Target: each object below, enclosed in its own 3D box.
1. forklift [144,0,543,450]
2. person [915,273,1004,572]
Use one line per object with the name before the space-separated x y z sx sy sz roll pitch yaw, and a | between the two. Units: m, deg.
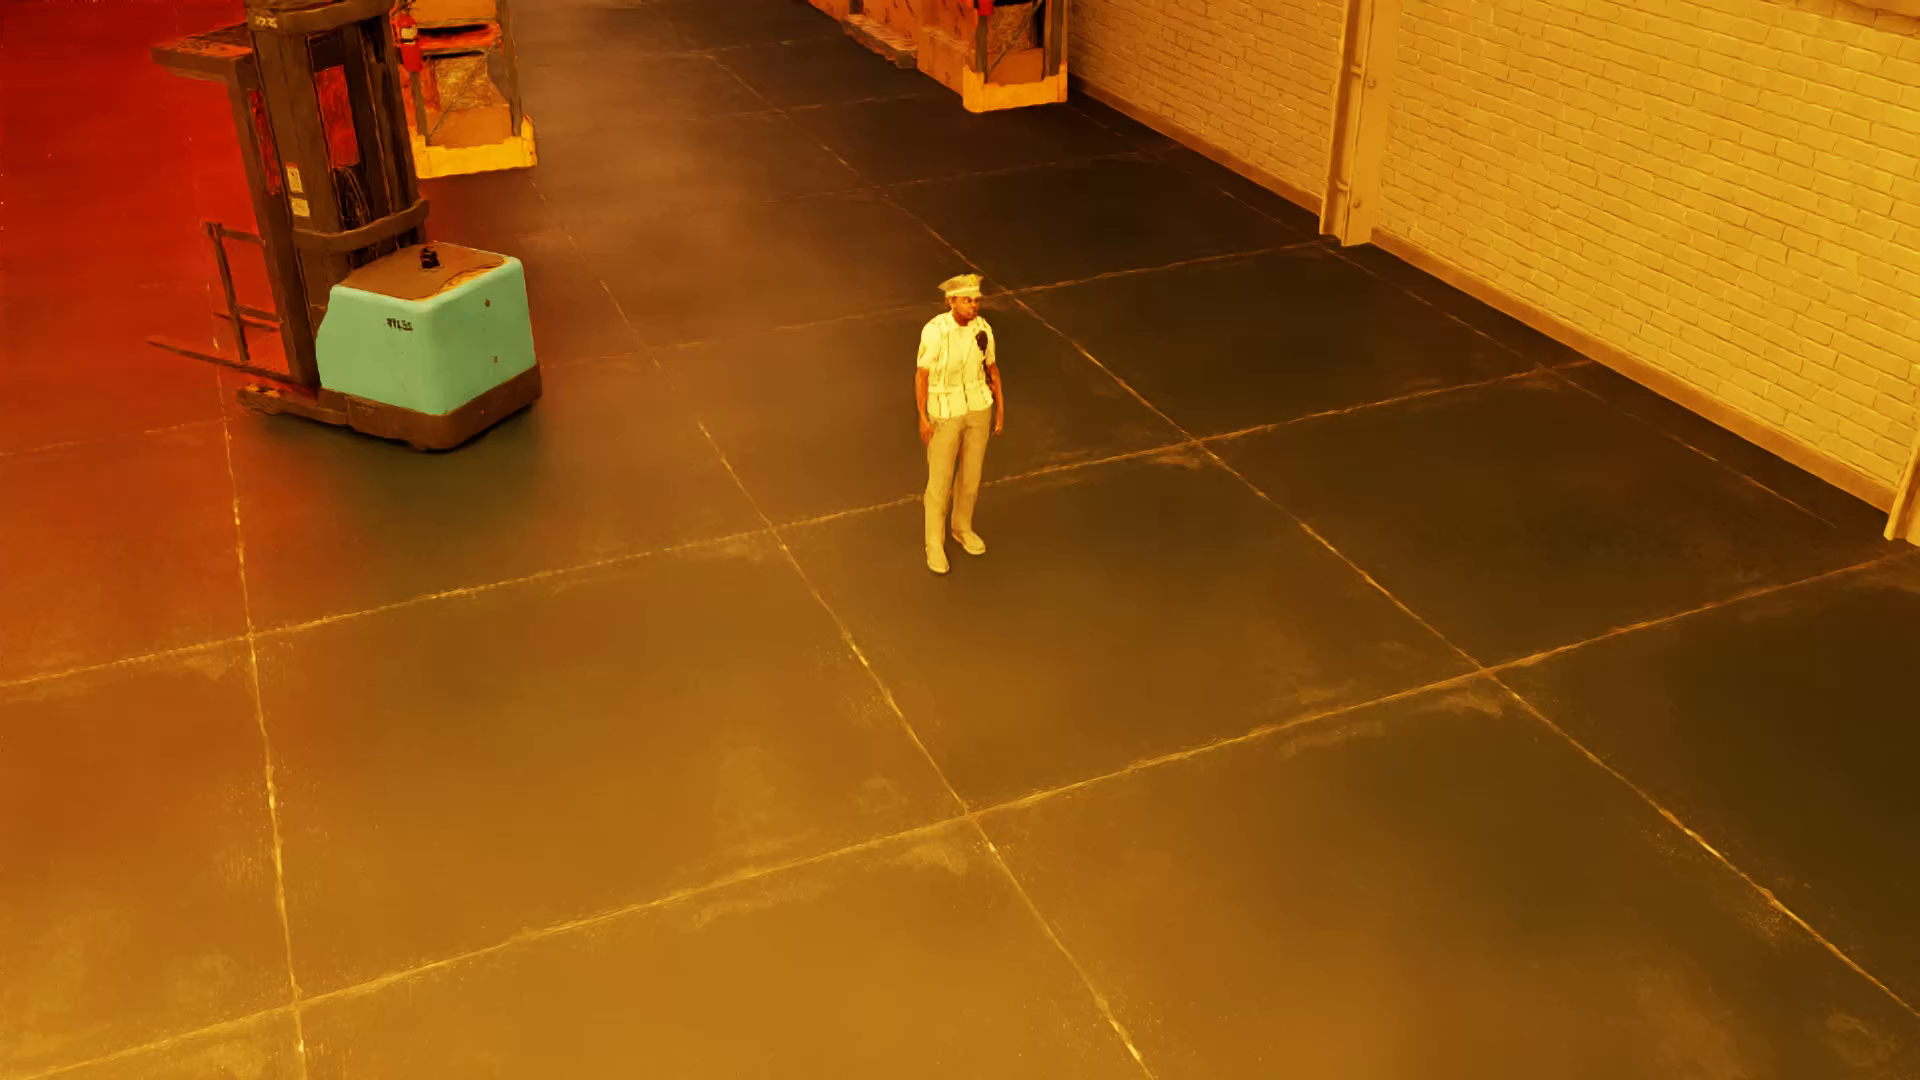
forklift | -4.496 -2.369 11.262 3.031 2.935 1.130 14 33 23
person | 0.012 -0.704 9.582 0.570 1.695 0.529 -12 32 -20
